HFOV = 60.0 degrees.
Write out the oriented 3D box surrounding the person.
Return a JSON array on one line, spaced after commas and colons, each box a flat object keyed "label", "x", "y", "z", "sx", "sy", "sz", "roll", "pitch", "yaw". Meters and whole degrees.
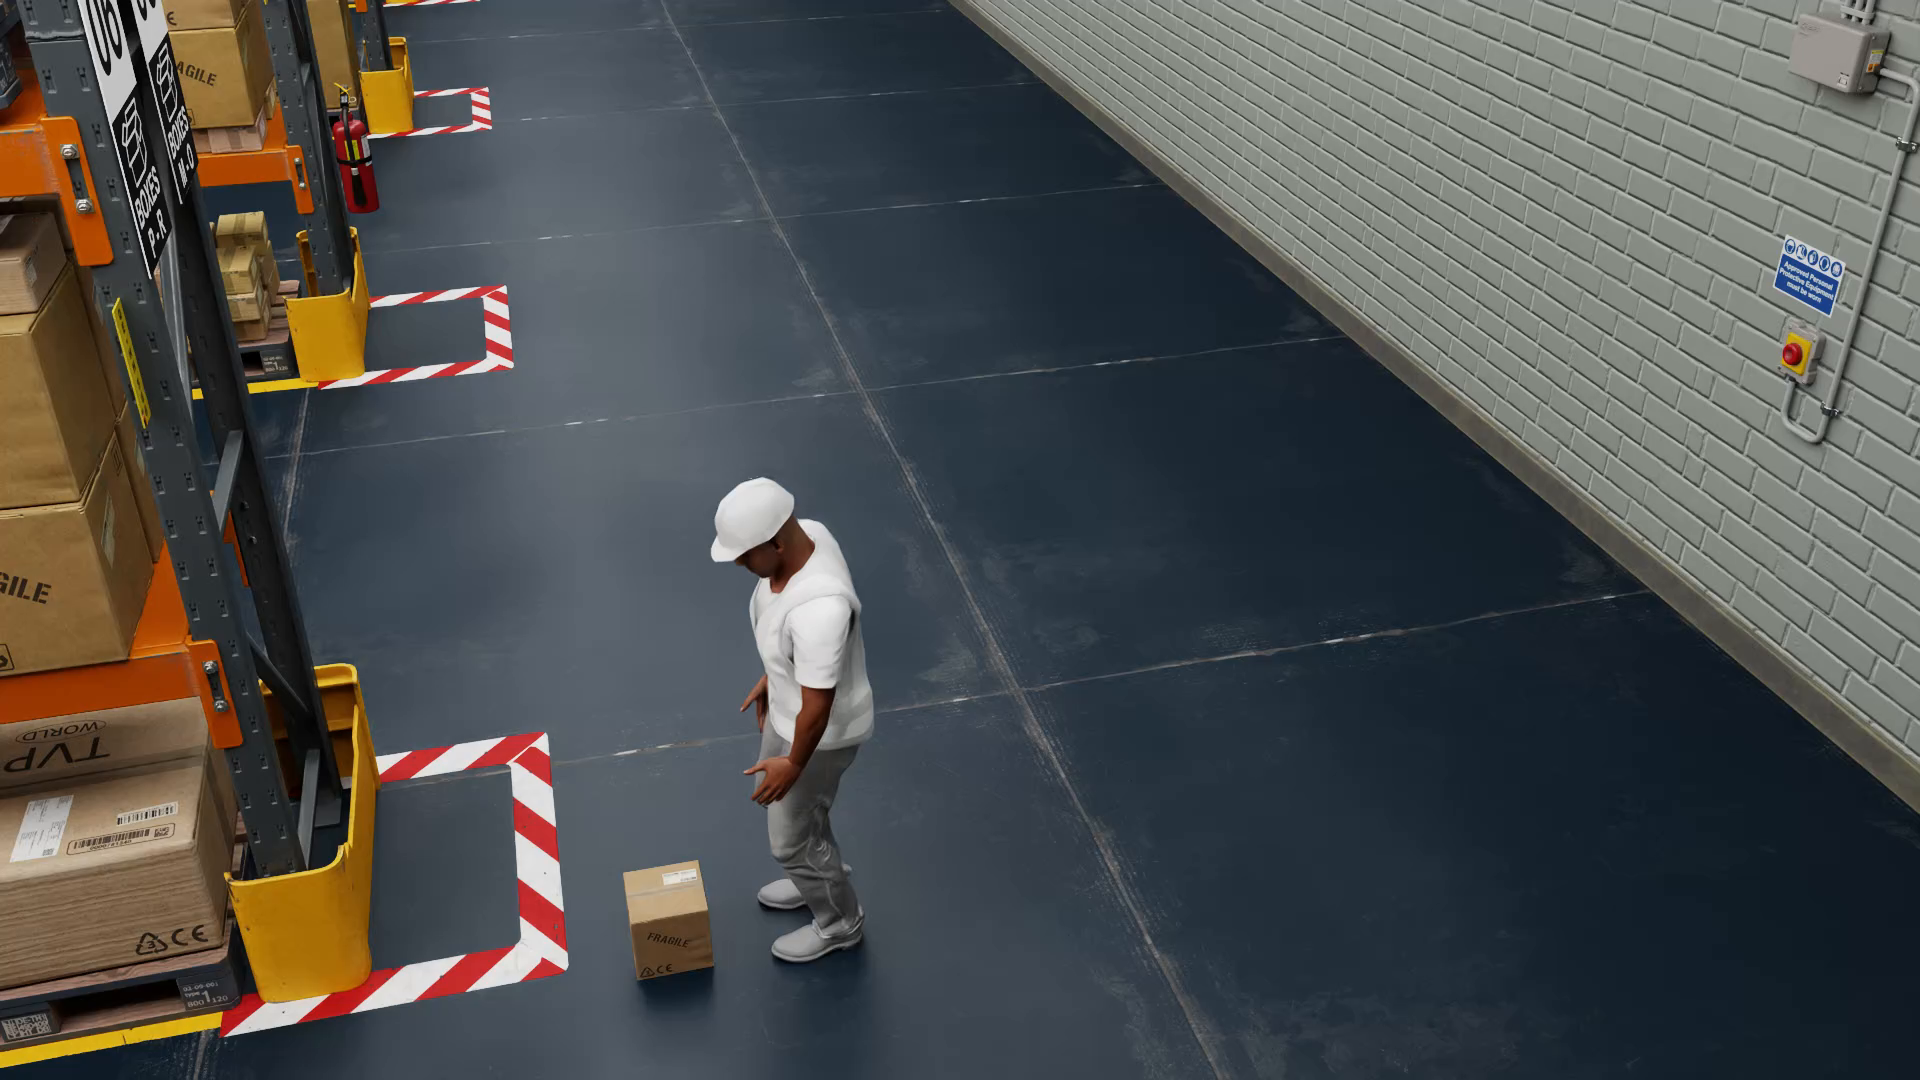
[{"label": "person", "x": -0.501, "y": 0.566, "z": 5.180, "sx": 0.453, "sy": 1.717, "sz": 0.591, "roll": -7, "pitch": 31, "yaw": -12}]
